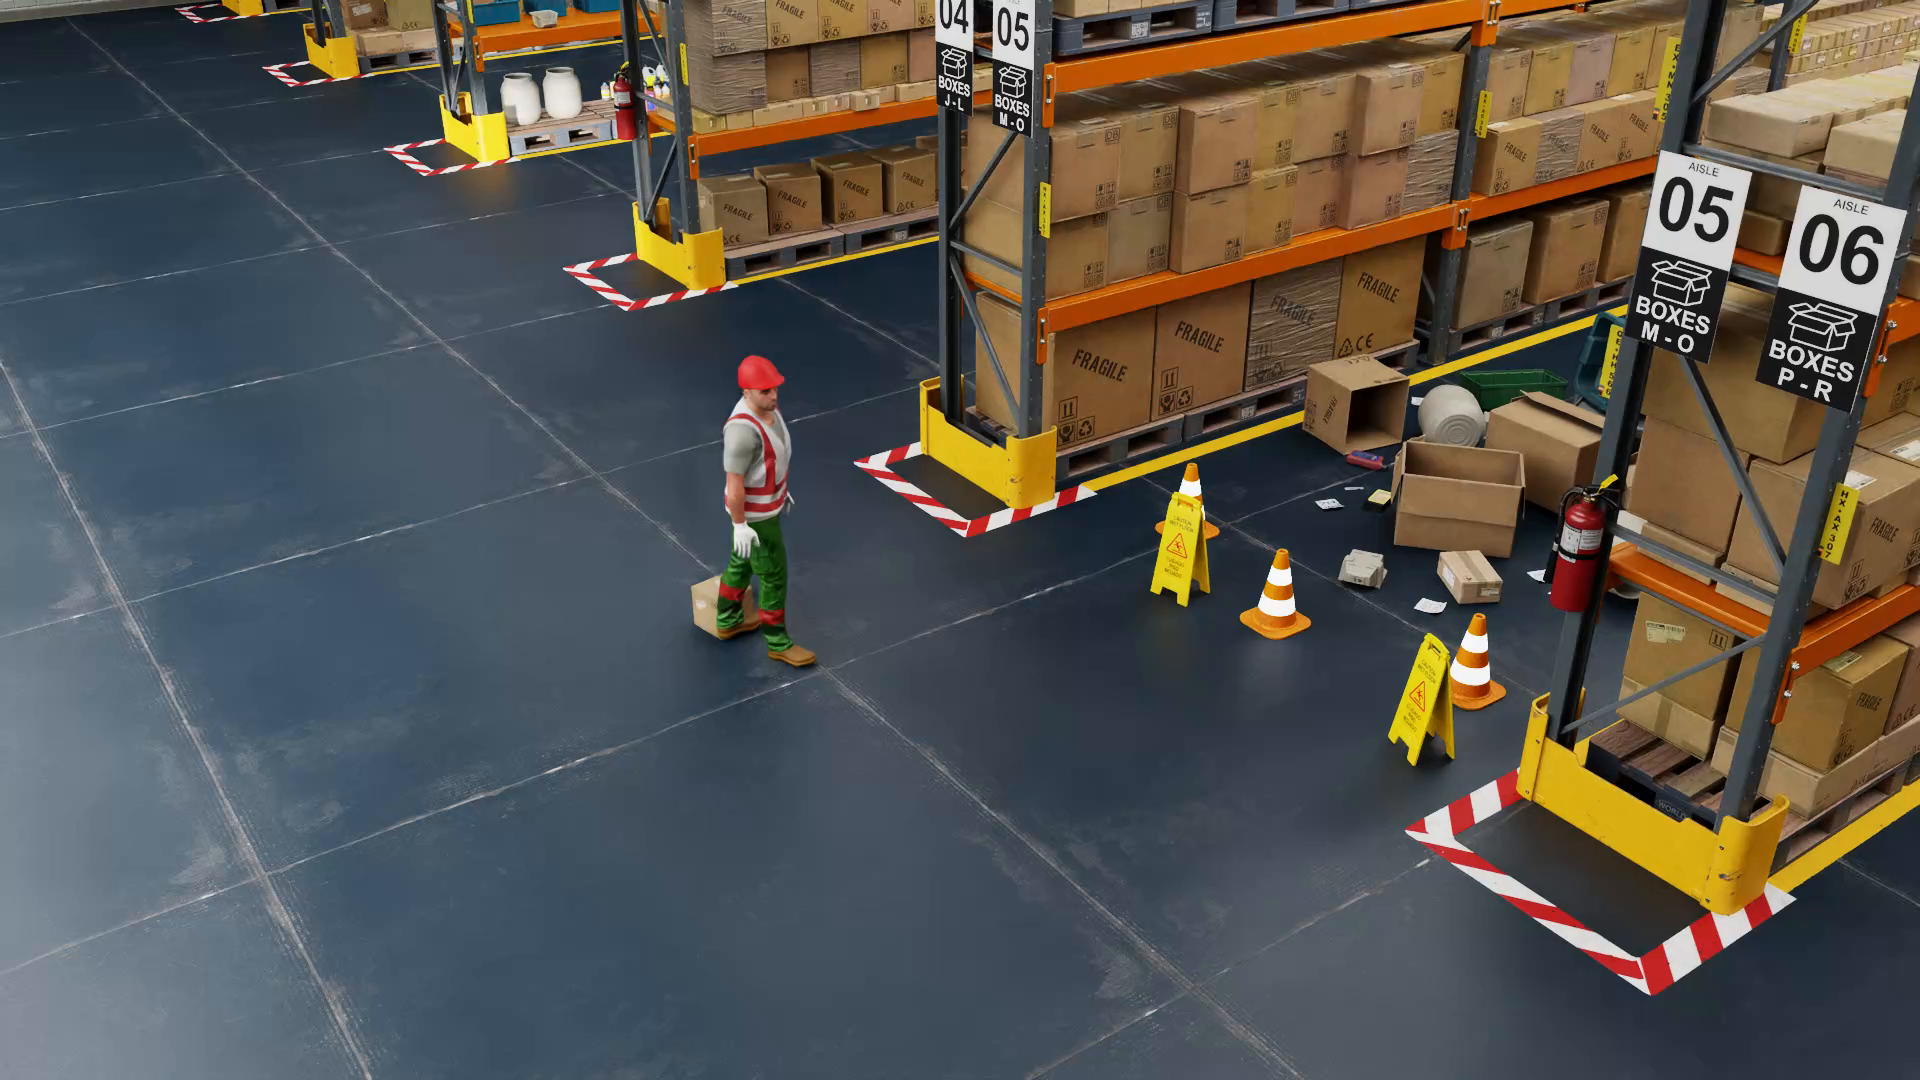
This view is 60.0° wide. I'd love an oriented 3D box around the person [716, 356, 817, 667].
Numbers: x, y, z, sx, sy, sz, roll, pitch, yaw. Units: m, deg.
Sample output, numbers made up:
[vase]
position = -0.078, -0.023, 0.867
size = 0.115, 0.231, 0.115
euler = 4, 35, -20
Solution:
[person]
position = -1.081, -0.165, 8.911
size = 0.618, 1.788, 0.570
euler = 3, 28, 6
